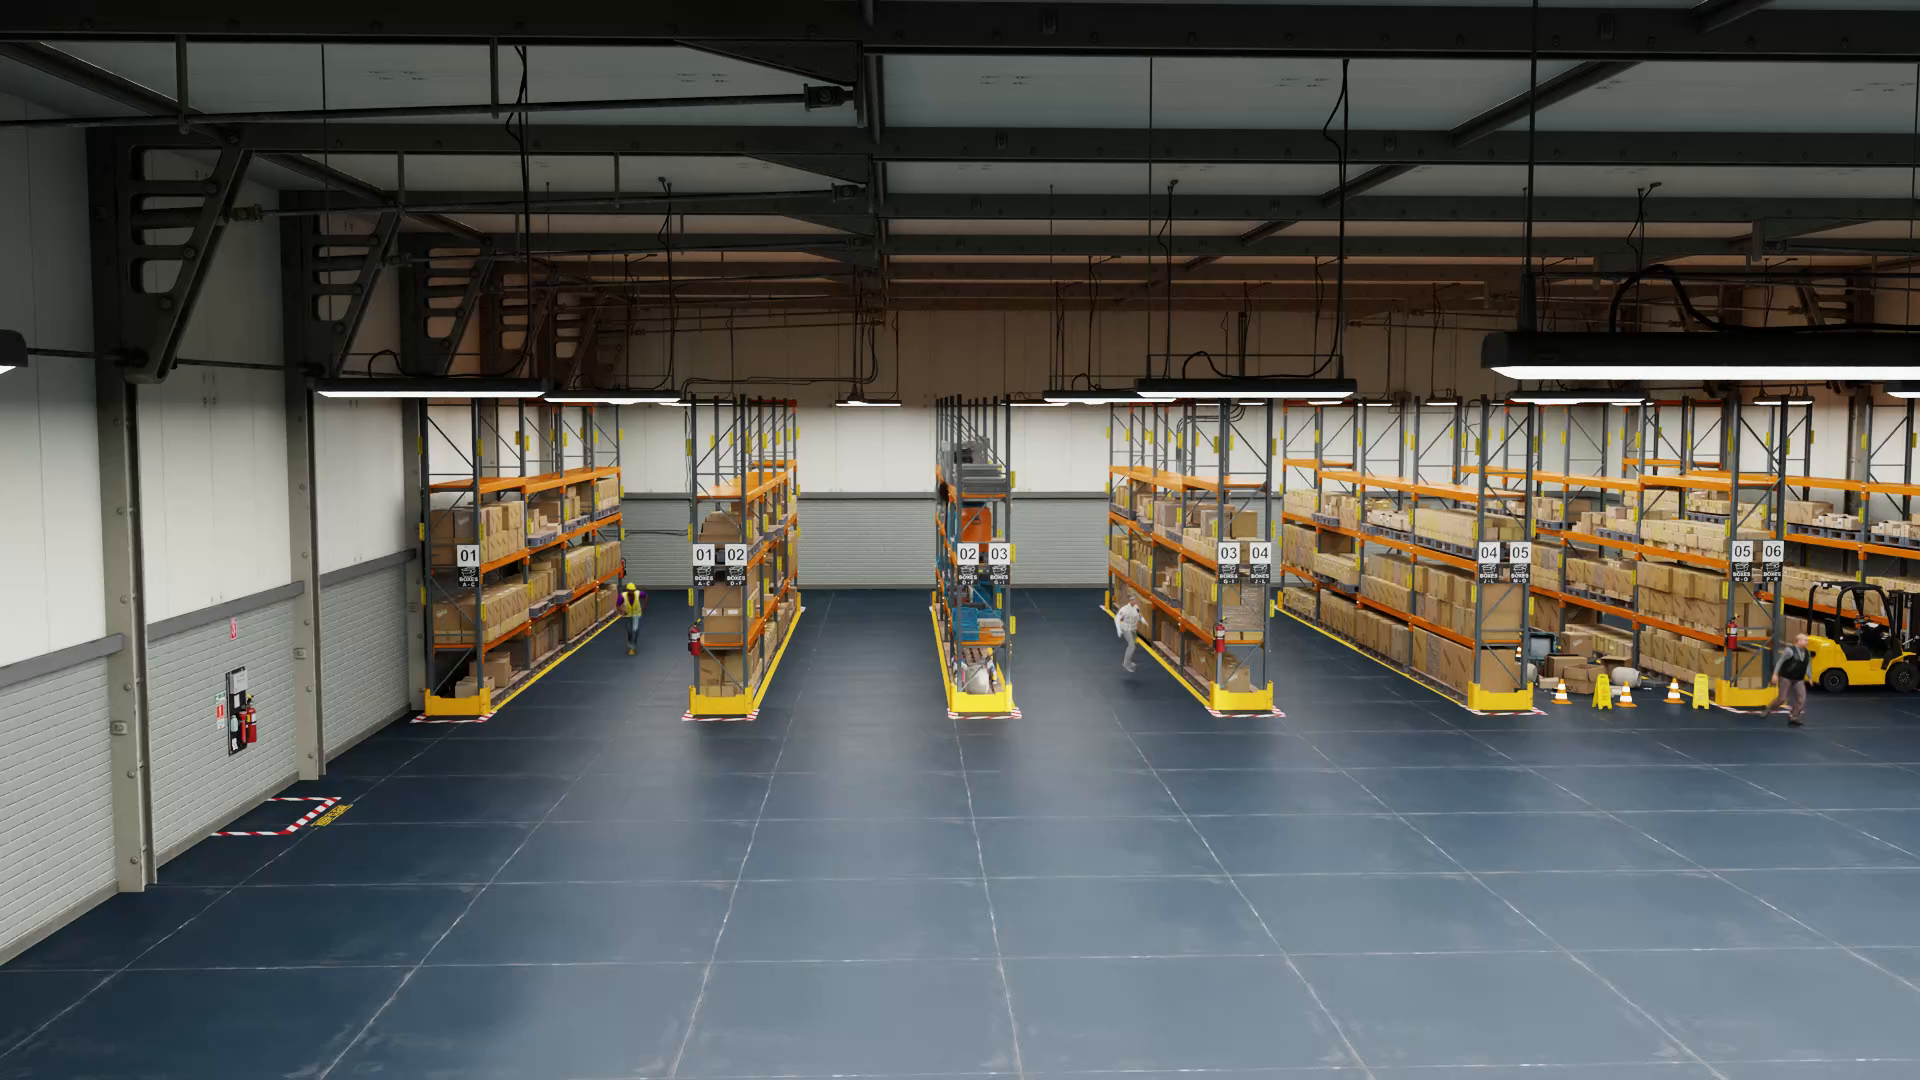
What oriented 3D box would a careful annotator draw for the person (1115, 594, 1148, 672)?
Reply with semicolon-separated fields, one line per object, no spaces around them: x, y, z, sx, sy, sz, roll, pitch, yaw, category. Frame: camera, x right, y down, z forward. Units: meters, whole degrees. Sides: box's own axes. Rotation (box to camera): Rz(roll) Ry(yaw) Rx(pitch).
3.600;1.929;34.857;0.748;1.660;0.628;4;6;45;person

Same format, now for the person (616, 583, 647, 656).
-7.720;1.757;39.064;0.734;1.571;1.048;-1;5;-13;person

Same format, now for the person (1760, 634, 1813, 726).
15.038;2.510;30.219;0.729;1.666;0.731;-1;5;-15;person
